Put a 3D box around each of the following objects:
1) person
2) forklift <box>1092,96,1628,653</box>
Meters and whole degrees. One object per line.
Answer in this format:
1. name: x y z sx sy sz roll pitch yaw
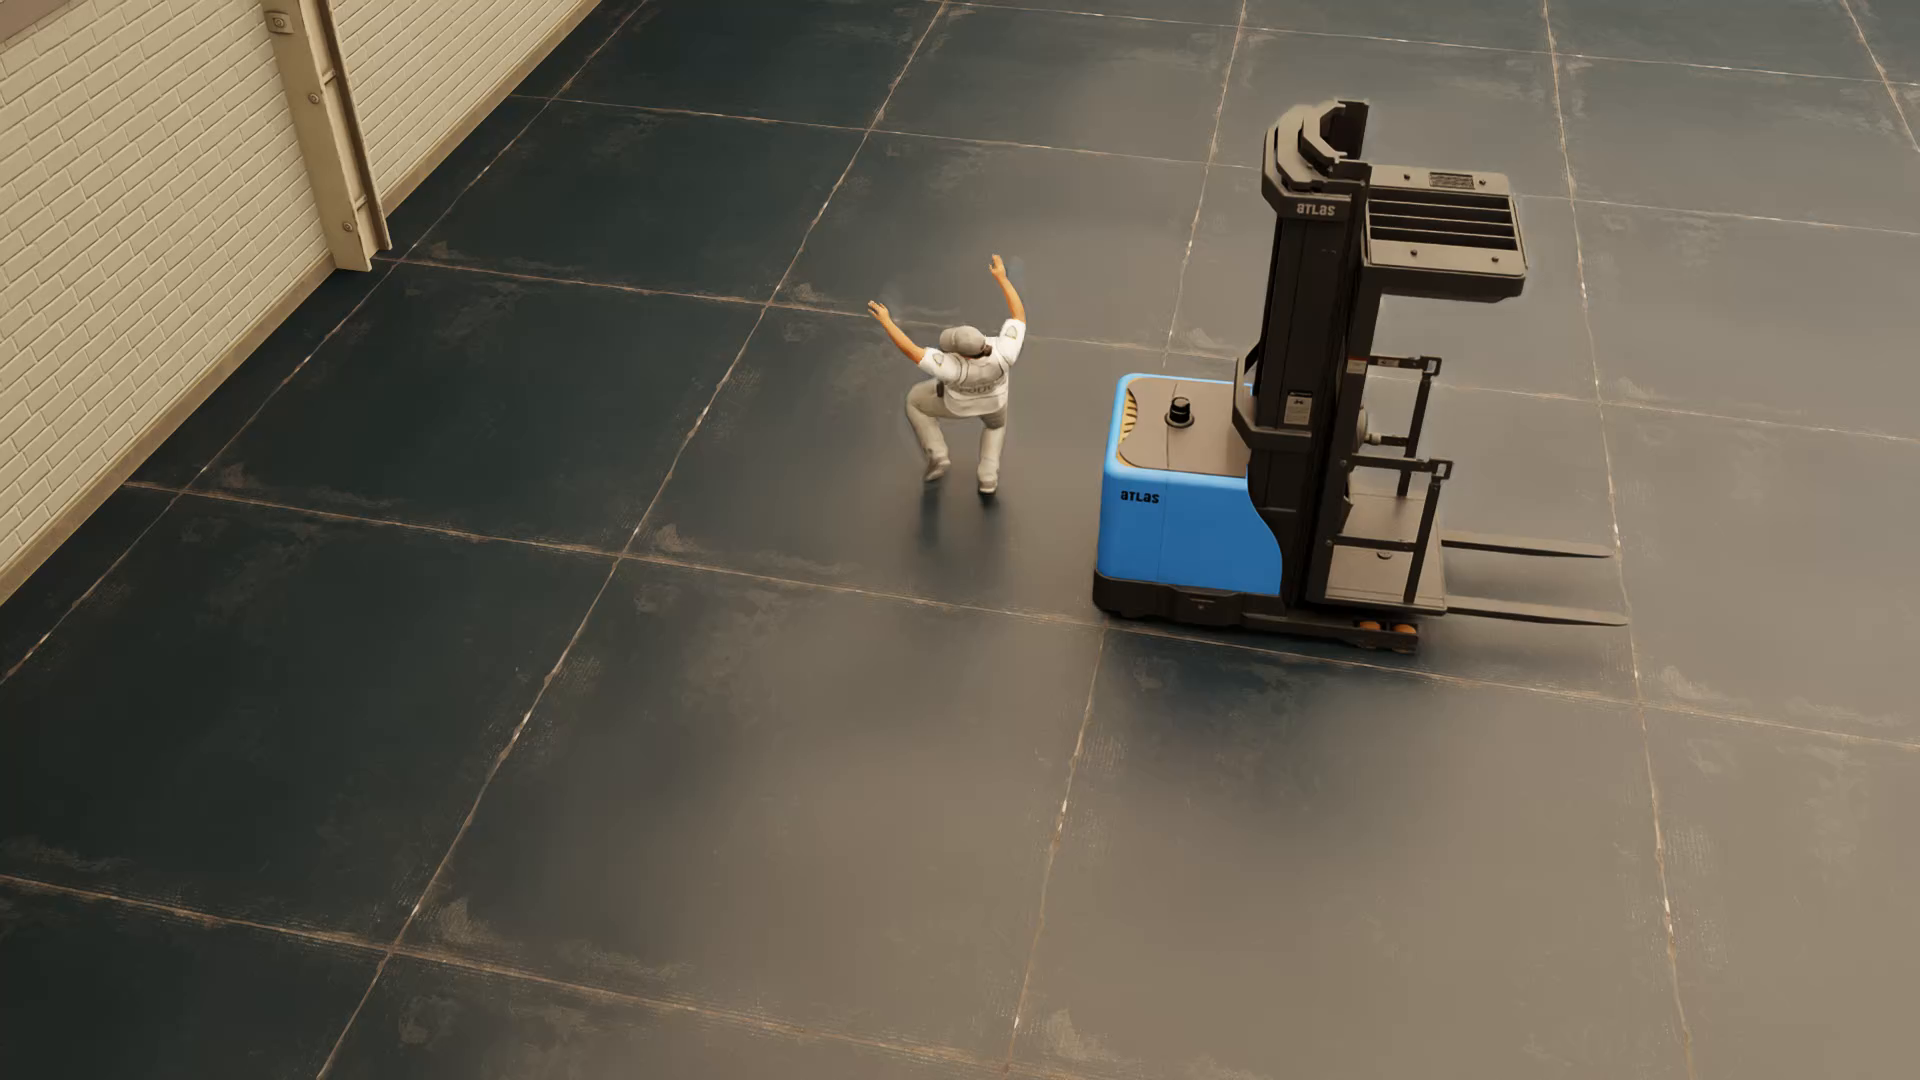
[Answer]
1. person: -0.080 -0.946 10.286 0.964 1.579 0.753 -7 40 -8
2. forklift: 2.346 -0.847 9.071 3.031 2.935 1.130 6 40 7
